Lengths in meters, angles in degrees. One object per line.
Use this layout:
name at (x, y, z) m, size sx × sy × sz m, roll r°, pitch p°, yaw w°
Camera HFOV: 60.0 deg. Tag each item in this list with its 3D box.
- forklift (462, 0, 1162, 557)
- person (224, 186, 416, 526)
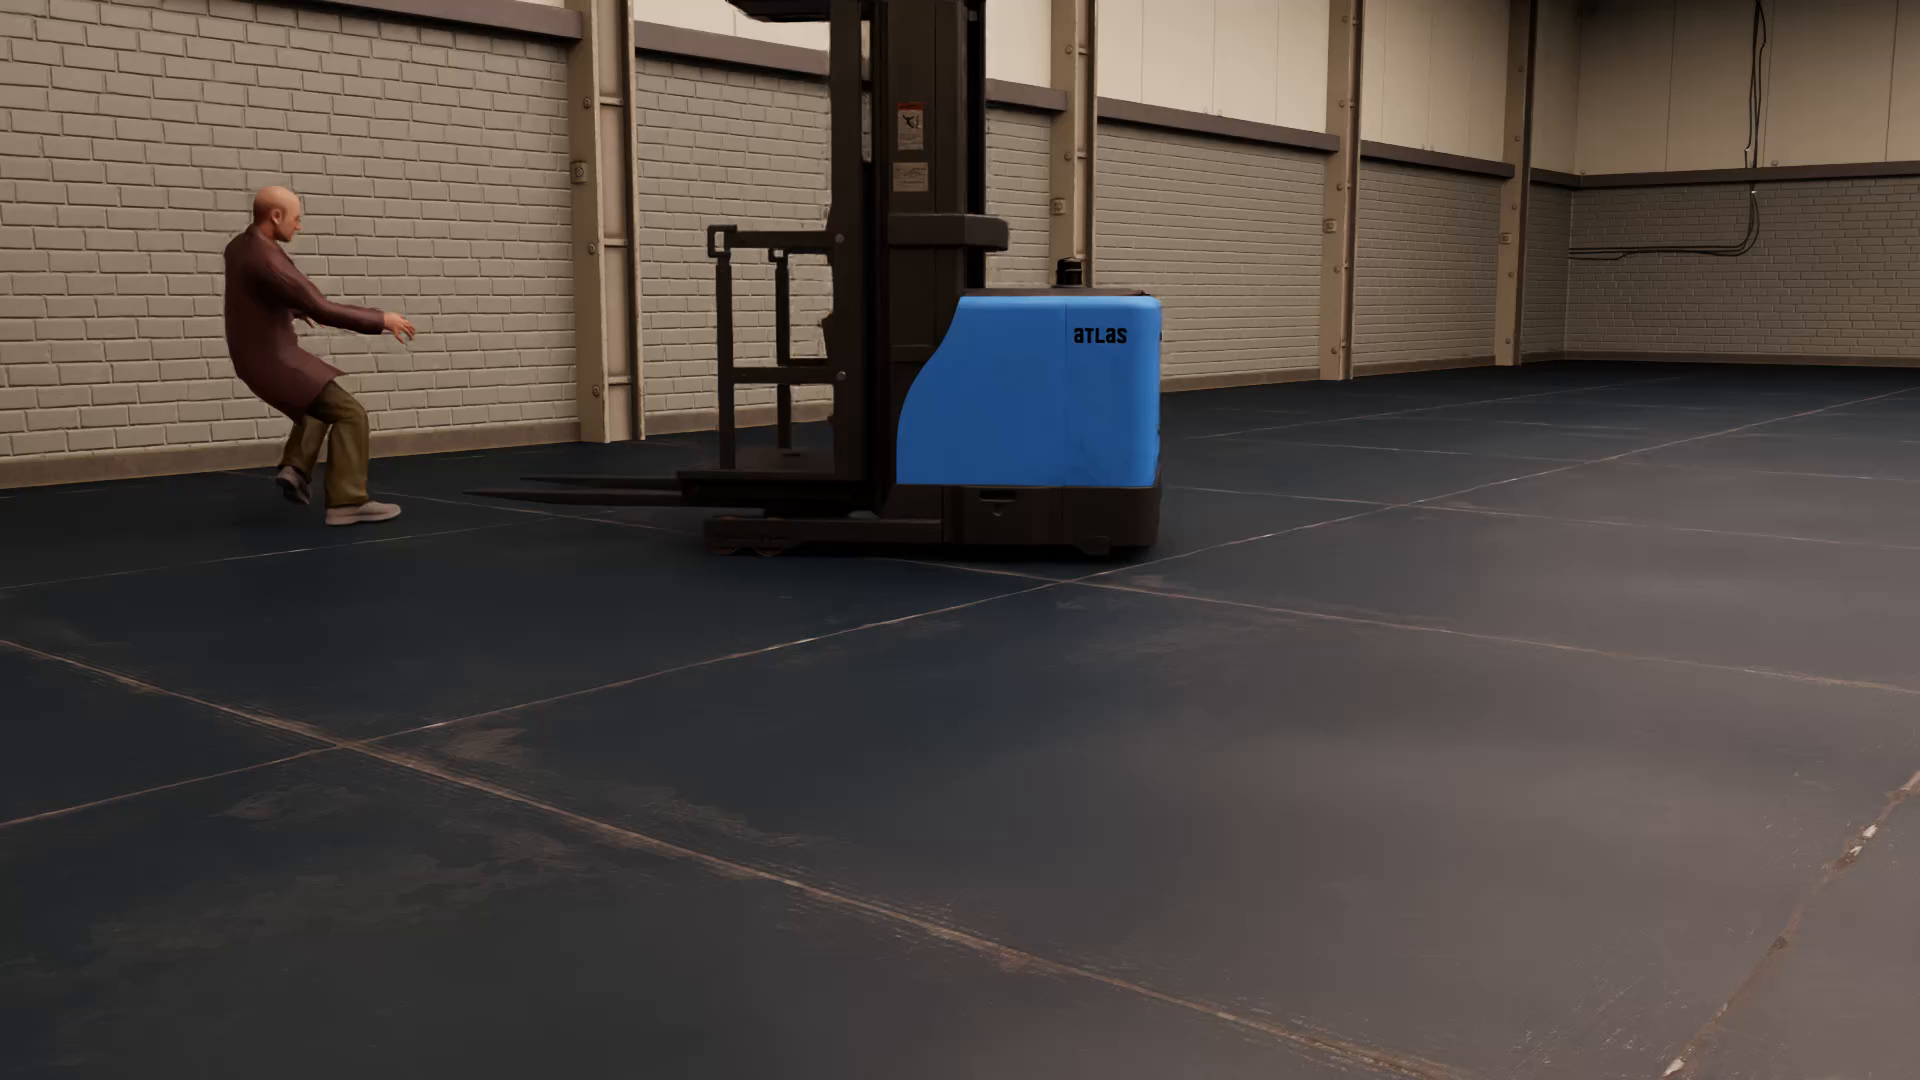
forklift at (-0.640, -1.456, 7.229) m, size 3.031 × 2.935 × 1.130 m, roll 1°, pitch 8°, yaw 8°
person at (-3.146, -0.906, 8.105) m, size 0.763 × 1.584 × 0.922 m, roll -7°, pitch 11°, yaw -38°
